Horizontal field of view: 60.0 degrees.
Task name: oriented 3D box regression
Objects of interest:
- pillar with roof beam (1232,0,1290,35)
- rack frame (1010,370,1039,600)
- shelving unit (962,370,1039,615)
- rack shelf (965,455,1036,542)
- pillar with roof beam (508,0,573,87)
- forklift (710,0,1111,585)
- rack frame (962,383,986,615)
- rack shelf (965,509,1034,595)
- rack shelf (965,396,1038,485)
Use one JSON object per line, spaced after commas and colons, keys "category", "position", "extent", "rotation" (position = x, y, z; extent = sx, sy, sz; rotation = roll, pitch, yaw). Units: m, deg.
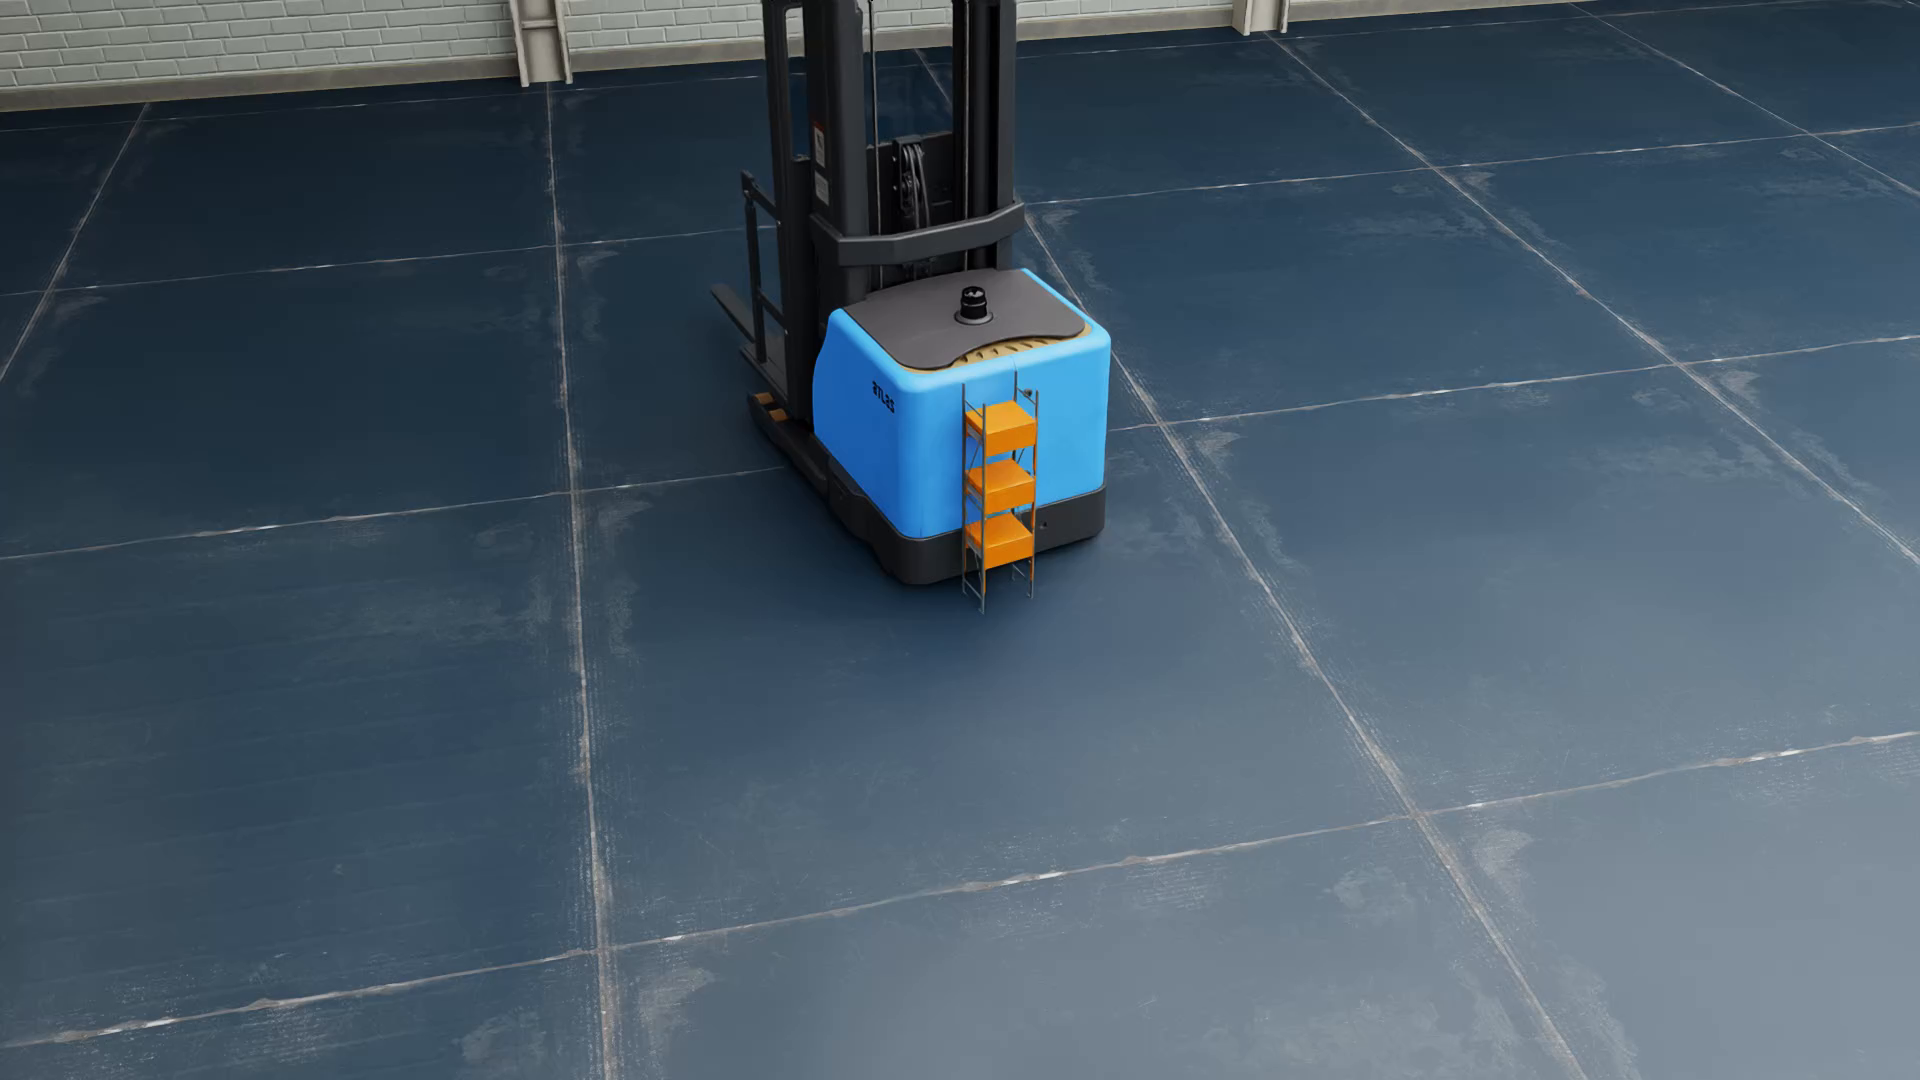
{"category": "pillar with roof beam", "position": [3.520, -5.799, 8.315], "extent": [0.400, 9.000, 9.100], "rotation": [-7, 35, -11]}
{"category": "rack frame", "position": [0.274, -0.221, 7.137], "extent": [0.008, 1.050, 0.200], "rotation": [-16, 37, -22]}
{"category": "shelving unit", "position": [0.165, -0.190, 7.091], "extent": [0.252, 1.050, 0.215], "rotation": [-16, 37, -22]}
{"category": "rack shelf", "position": [0.165, -0.182, 7.097], "extent": [0.240, 0.259, 0.215], "rotation": [-16, 37, -22]}
{"category": "pillar with roof beam", "position": [-2.332, -5.061, 7.216], "extent": [0.400, 9.000, 9.100], "rotation": [-7, 35, -11]}
{"category": "forklift", "position": [-0.448, -1.822, 7.835], "extent": [1.130, 2.935, 3.031], "rotation": [-16, 37, -22]}
{"category": "rack frame", "position": [0.056, -0.159, 7.045], "extent": [0.008, 1.050, 0.200], "rotation": [-16, 37, -22]}
{"category": "rack shelf", "position": [0.165, 0.049, 7.252], "extent": [0.240, 0.259, 0.215], "rotation": [-16, 37, -22]}
{"category": "rack shelf", "position": [0.165, -0.417, 6.939], "extent": [0.240, 0.259, 0.215], "rotation": [-16, 37, -22]}
